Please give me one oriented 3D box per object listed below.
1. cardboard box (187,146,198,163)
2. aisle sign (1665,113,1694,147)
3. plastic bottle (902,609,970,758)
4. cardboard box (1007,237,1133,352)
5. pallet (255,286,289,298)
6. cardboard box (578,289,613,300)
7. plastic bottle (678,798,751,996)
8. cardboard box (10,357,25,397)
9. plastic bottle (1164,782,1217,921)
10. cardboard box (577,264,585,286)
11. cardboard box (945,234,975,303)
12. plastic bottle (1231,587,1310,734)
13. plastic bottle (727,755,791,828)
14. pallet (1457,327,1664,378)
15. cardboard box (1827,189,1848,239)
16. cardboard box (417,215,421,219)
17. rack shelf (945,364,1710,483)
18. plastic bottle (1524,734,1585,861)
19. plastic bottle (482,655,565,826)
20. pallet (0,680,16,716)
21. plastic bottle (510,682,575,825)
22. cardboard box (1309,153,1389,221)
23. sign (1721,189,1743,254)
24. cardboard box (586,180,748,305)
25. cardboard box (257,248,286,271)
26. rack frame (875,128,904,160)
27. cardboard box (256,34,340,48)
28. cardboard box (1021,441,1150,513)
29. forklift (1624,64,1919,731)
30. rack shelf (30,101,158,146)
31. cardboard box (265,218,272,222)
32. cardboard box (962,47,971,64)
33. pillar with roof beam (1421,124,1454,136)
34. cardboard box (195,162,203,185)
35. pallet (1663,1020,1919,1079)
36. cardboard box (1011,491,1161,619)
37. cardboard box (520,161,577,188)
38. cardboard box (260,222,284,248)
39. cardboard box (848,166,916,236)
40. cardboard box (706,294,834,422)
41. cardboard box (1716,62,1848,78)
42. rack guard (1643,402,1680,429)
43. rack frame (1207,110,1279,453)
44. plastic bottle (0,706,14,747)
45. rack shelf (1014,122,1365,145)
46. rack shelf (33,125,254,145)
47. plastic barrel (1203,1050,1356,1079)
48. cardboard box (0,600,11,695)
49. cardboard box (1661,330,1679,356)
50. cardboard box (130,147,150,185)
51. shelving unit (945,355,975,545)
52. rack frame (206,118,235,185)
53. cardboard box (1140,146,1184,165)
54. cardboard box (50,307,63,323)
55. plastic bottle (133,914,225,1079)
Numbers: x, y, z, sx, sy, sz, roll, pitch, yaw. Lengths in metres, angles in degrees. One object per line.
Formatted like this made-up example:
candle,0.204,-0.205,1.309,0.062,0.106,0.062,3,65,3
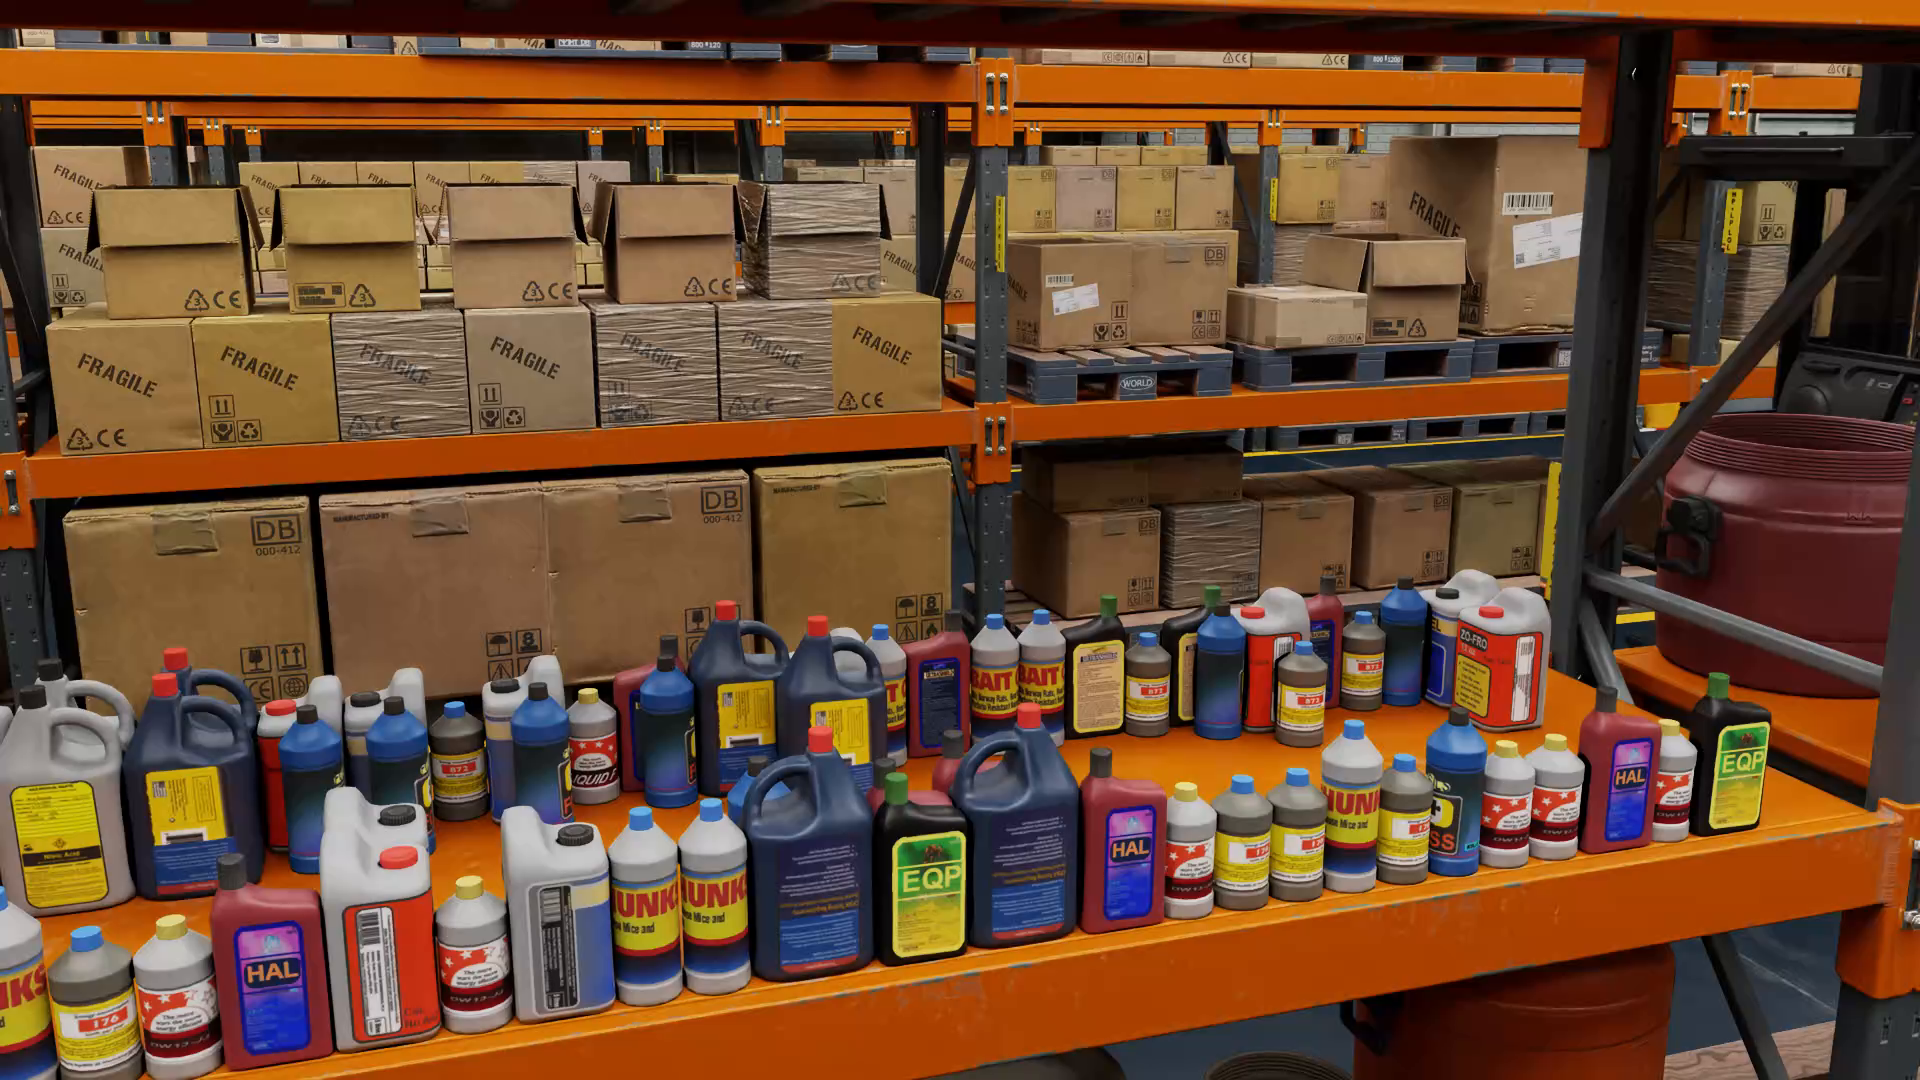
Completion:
cardboard box,-7.146,-3.538,15.254,0.250,0.149,0.380,-5,14,-19
aisle sign,6.255,-3.791,14.481,0.004,0.787,0.394,-4,14,-18
plastic bottle,-0.047,0.278,3.243,0.133,0.283,0.061,-4,14,-18
cardboard box,0.495,-1.203,8.094,0.500,0.500,0.500,-6,15,-25
pallet,-4.511,-1.632,11.438,1.213,0.211,1.003,-4,14,-18
cardboard box,-1.524,-0.896,7.713,0.500,0.500,0.500,-5,14,-19
plastic bottle,-0.347,0.497,2.349,0.097,0.271,0.097,0,13,0
cardboard box,-8.434,-1.648,15.719,0.875,0.438,0.875,-5,14,-20
plastic bottle,0.348,0.477,2.584,0.097,0.201,0.097,0,13,0
cardboard box,-2.783,-1.866,11.643,0.250,0.149,0.380,-5,14,-21
cardboard box,-0.020,-2.094,12.749,0.500,0.500,0.500,-4,14,-18
plastic bottle,0.624,0.241,3.417,0.135,0.276,0.152,-4,14,-18
plastic bottle,-0.301,0.458,2.512,0.097,0.271,0.097,0,13,0
pallet,3.016,-1.079,9.110,1.213,0.211,1.003,-4,14,-18
cardboard box,4.768,-1.891,9.090,0.500,0.500,0.500,-4,14,-18
cardboard box,-4.998,-3.034,16.160,0.500,0.250,0.500,-5,14,-20
rack shelf,1.891,-0.699,8.653,4.000,0.370,1.077,-4,14,-18
plastic bottle,0.994,0.427,2.796,0.097,0.201,0.097,0,13,0
plastic bottle,-0.774,0.349,2.959,0.135,0.276,0.152,-4,14,-18
pallet,-4.541,0.790,6.867,1.213,0.211,1.003,-4,14,-18
plastic bottle,-0.716,0.378,2.851,0.097,0.271,0.097,0,13,0
cardboard box,3.146,-2.976,14.013,0.550,0.550,0.875,-4,14,-18
sign,3.967,-1.638,8.546,0.005,0.325,0.100,-4,14,-18
cardboard box,-1.321,-1.340,7.410,0.637,0.503,0.797,-4,14,-17
cardboard box,-4.516,-1.876,11.039,0.250,0.149,0.380,-5,14,-19
rack frame,-0.960,-4.458,22.904,0.127,3.000,1.000,-4,14,-18
cardboard box,-4.380,-3.340,11.007,0.500,0.311,0.500,-5,14,-19
cardboard box,0.621,-0.320,8.336,0.500,0.250,0.500,-4,14,-16
forklift,3.551,-0.578,6.738,3.031,2.935,1.130,-4,14,-17
rack shelf,-7.177,-2.663,10.428,4.000,0.370,1.077,-4,14,-18
cardboard box,-4.709,-2.165,11.613,0.250,0.149,0.380,-5,14,-20
cardboard box,0.227,-3.745,12.494,0.500,0.311,0.500,-5,14,-19
pillar with roof beam,8.943,-7.317,21.958,0.400,9.000,9.100,-4,14,-18
cardboard box,-7.485,-3.332,15.794,0.500,0.500,0.500,-4,14,-18
pallet,2.322,1.493,3.910,1.213,0.211,1.003,-4,14,-18
cardboard box,0.624,0.047,8.414,0.500,0.500,0.700,-5,14,-21
cardboard box,-4.055,-3.475,16.391,0.500,0.500,0.500,-4,14,-17
cardboard box,-4.499,-2.023,11.015,0.250,0.149,0.380,-4,14,-17
cardboard box,-0.583,-2.600,12.715,0.500,0.500,0.700,-5,14,-19
cardboard box,-0.867,-0.824,7.407,0.500,0.500,0.500,-5,14,-19
cardboard box,4.295,-2.560,8.764,0.500,0.250,0.500,-5,14,-20
rack guard,6.115,-1.373,15.333,0.348,0.500,1.175,-4,14,-18
rack frame,2.301,-2.292,13.795,0.127,3.000,1.000,-4,14,-18
plastic bottle,-1.599,0.414,2.689,0.135,0.276,0.152,-4,14,-18
rack shelf,2.522,-4.627,18.685,4.000,0.370,1.077,-4,14,-18
rack shelf,-10.438,-4.829,19.537,4.000,0.370,1.077,-4,14,-18
plastic barrel,0.611,1.292,3.197,0.421,0.512,0.421,0,13,0
cardboard box,-4.446,0.255,6.774,0.875,0.875,0.875,-4,14,-18
cardboard box,3.897,-1.155,9.557,0.250,0.149,0.380,-4,14,-18
cardboard box,-5.787,-2.401,11.236,0.500,0.500,0.500,-4,14,-17
shelving unit,0.014,-0.585,10.508,0.189,1.200,0.258,-4,14,-18
rack frame,-6.956,-2.779,15.846,0.127,3.000,1.000,-4,14,-18
cardboard box,2.088,-4.099,18.372,0.500,0.500,0.700,-5,14,-19
cardboard box,-5.959,-1.457,10.829,0.250,0.149,0.380,-4,14,-16
plastic bottle,-1.006,0.582,2.141,0.097,0.201,0.097,0,13,0
